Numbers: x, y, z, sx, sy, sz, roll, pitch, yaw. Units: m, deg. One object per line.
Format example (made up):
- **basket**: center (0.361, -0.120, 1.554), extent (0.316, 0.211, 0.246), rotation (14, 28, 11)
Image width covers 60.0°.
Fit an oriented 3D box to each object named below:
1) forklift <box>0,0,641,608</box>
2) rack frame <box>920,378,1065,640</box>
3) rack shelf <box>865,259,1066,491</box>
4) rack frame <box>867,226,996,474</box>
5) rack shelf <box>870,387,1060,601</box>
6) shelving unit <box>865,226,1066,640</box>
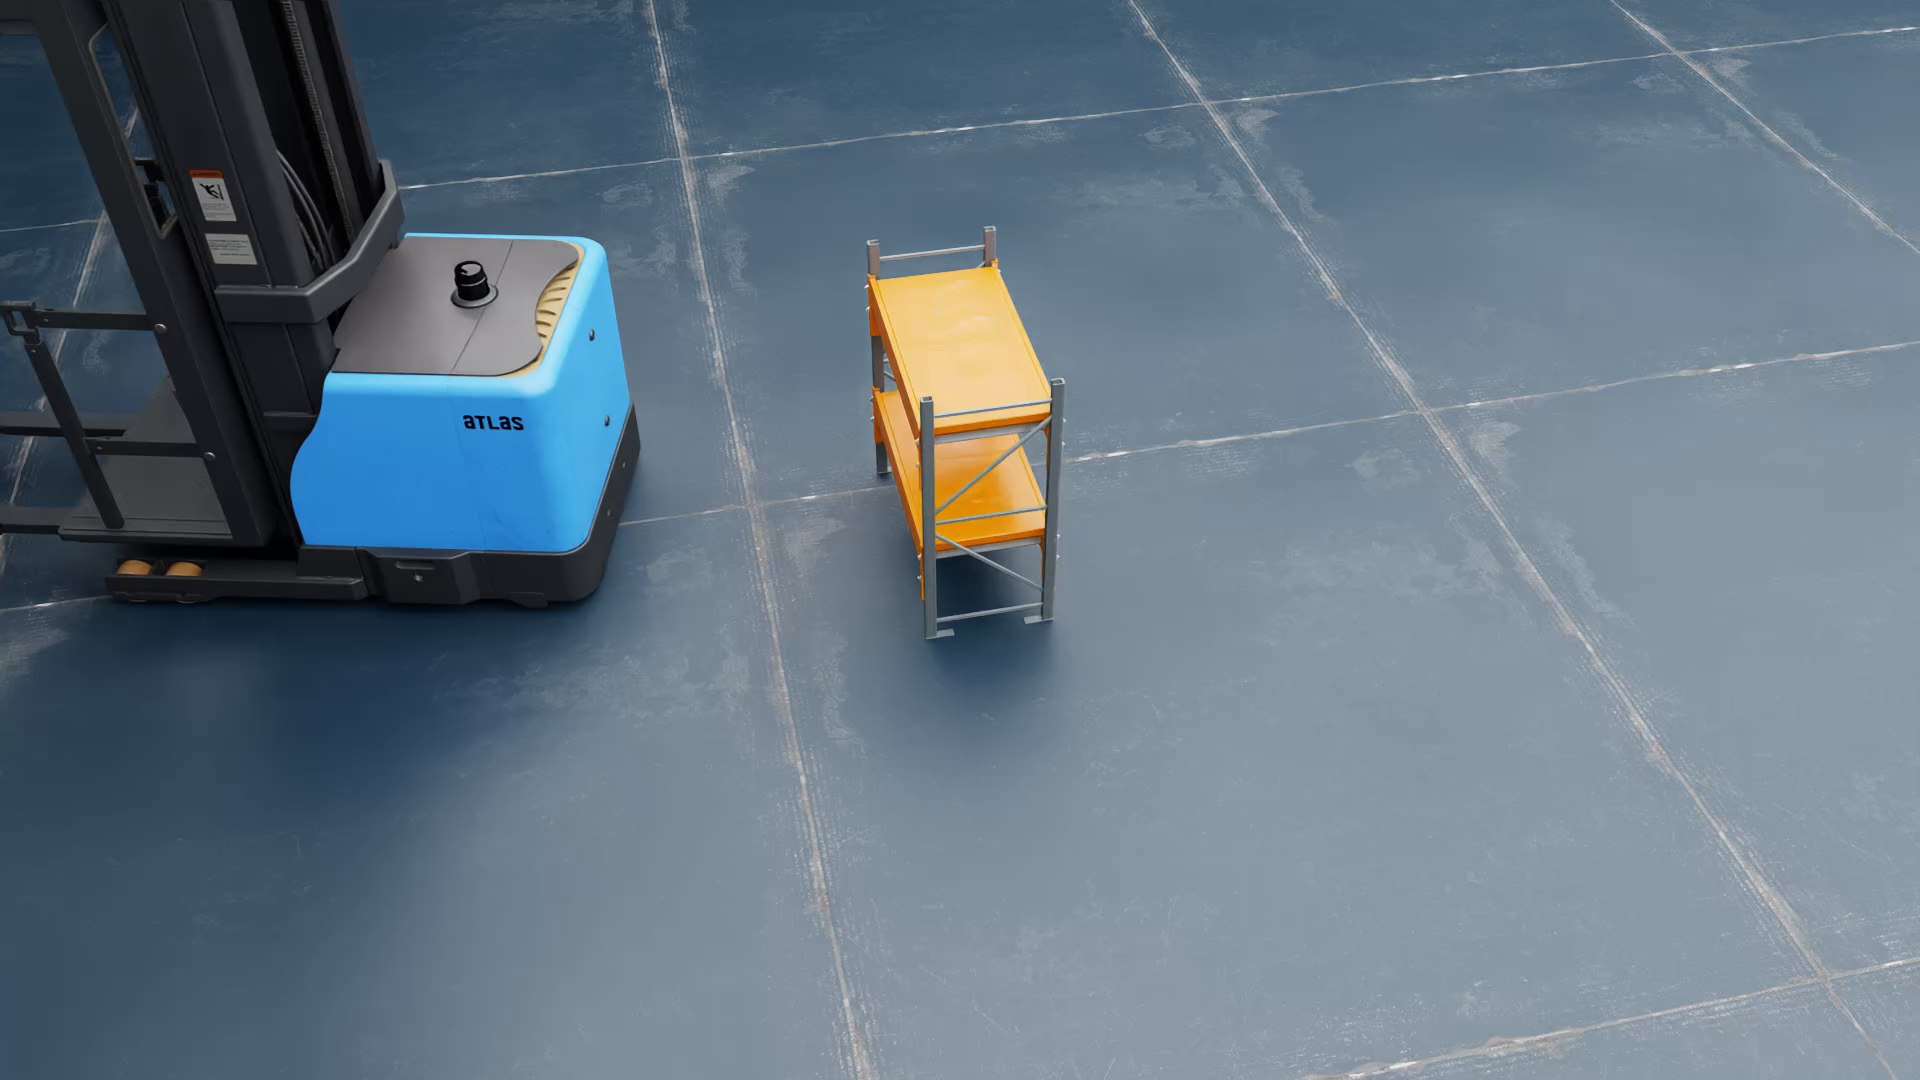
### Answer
- **forklift**: center (-2.893, -1.198, 5.892), extent (3.031, 2.935, 1.130), rotation (2, 42, 2)
- **rack frame**: center (0.111, -0.087, 6.000), extent (0.500, 1.125, 0.032), rotation (-8, 42, -9)
- **rack shelf**: center (0.001, -0.635, 6.177), extent (0.538, 0.278, 1.000), rotation (-8, 42, -9)
- **rack frame**: center (-0.108, -0.746, 6.743), extent (0.500, 1.125, 0.032), rotation (-8, 42, -9)
- **rack shelf**: center (0.001, -0.233, 6.534), extent (0.538, 0.278, 1.000), rotation (-8, 42, -9)
- **shelving unit**: center (0.001, -0.416, 6.372), extent (0.538, 1.125, 1.048), rotation (-8, 42, -9)
